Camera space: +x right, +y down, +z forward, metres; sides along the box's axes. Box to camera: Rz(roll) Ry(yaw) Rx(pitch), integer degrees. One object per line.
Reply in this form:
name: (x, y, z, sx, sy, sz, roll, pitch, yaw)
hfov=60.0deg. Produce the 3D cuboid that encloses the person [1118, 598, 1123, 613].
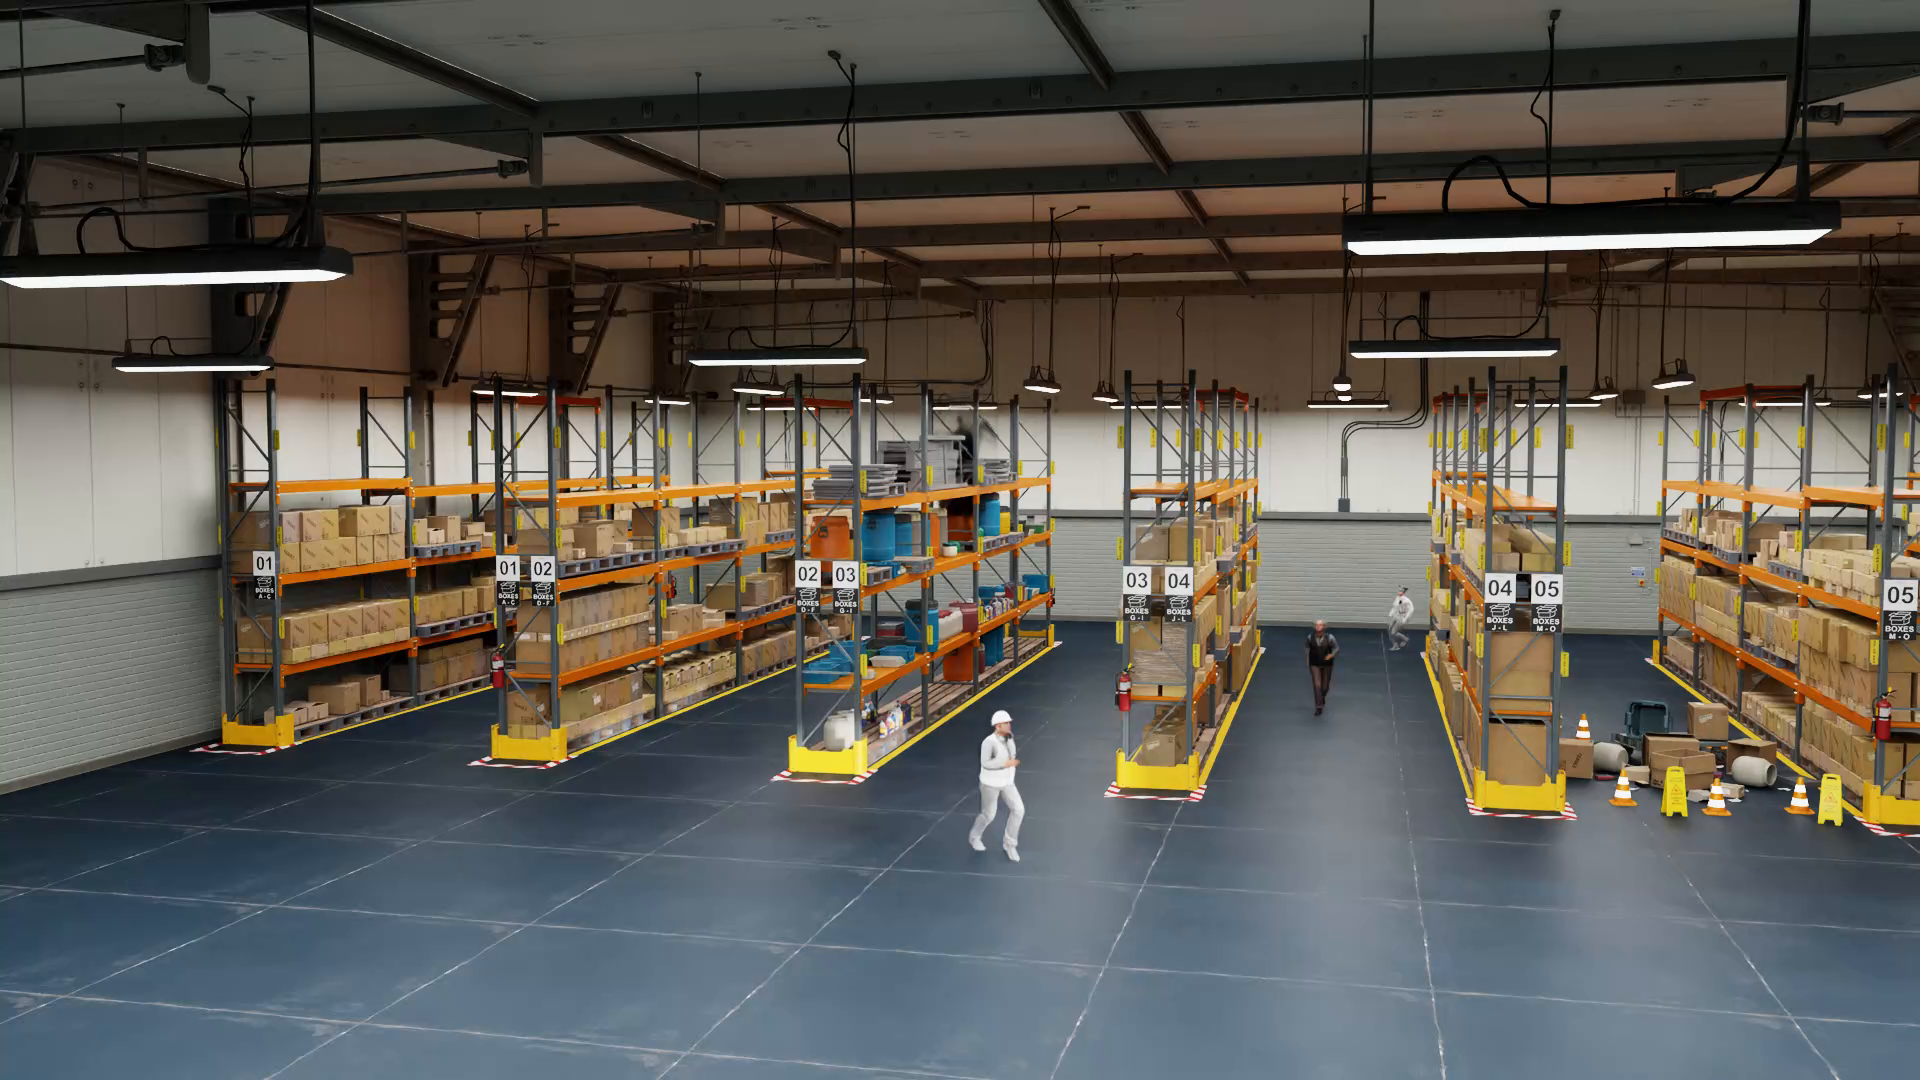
person: (3.592, 1.775, 34.421, 0.642, 1.859, 0.734, 0, 3, 7)

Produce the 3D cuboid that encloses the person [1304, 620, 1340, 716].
person: (6.628, 2.362, 30.519, 0.656, 1.653, 0.800, 1, 4, 15)

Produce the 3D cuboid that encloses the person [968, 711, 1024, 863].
person: (0.425, 2.931, 19.914, 0.850, 1.814, 0.671, 3, 5, 43)

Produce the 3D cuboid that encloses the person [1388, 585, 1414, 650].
person: (10.464, 1.863, 39.413, 0.513, 1.603, 0.713, -1, 4, -18)
